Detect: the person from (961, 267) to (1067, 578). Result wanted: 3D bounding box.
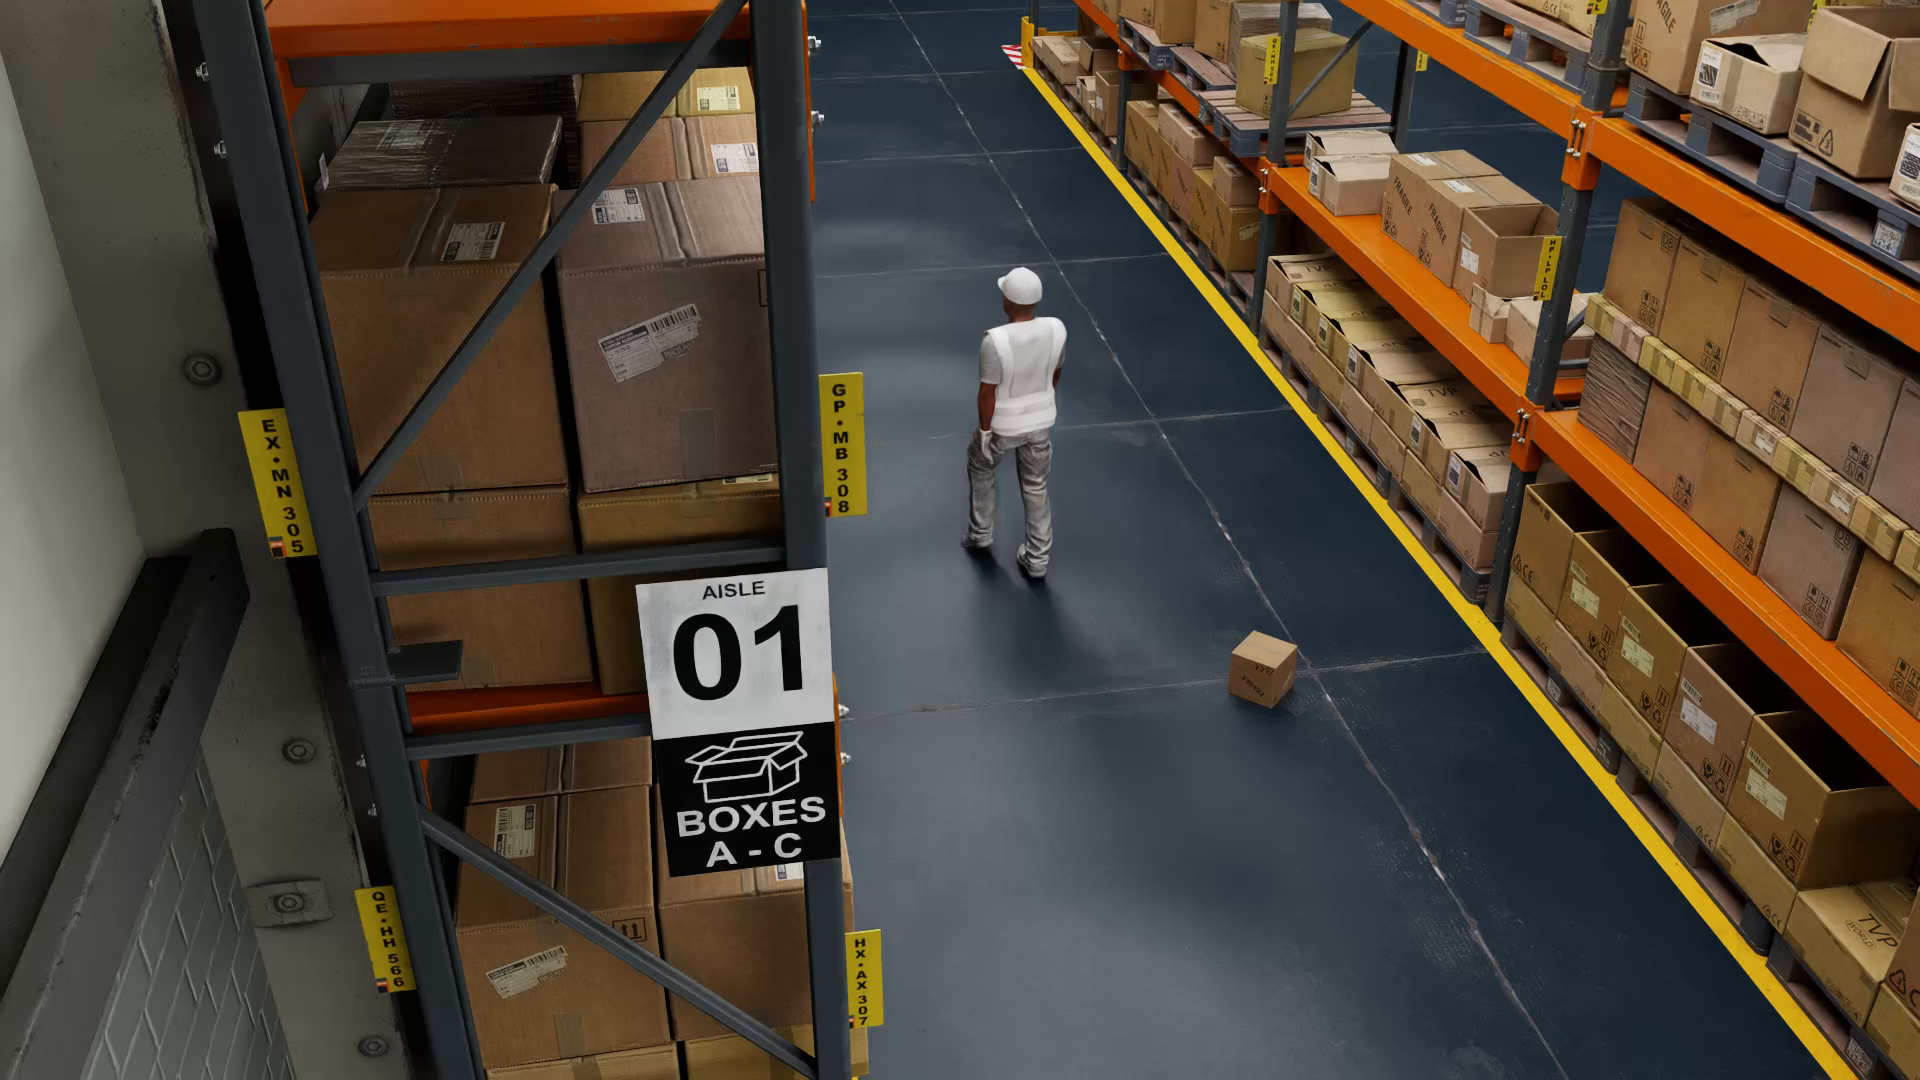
[{"bbox_3d":[0.298,-0.658,9.257,0.565,1.835,0.667,-13,33,-21],"label":"person"}]
